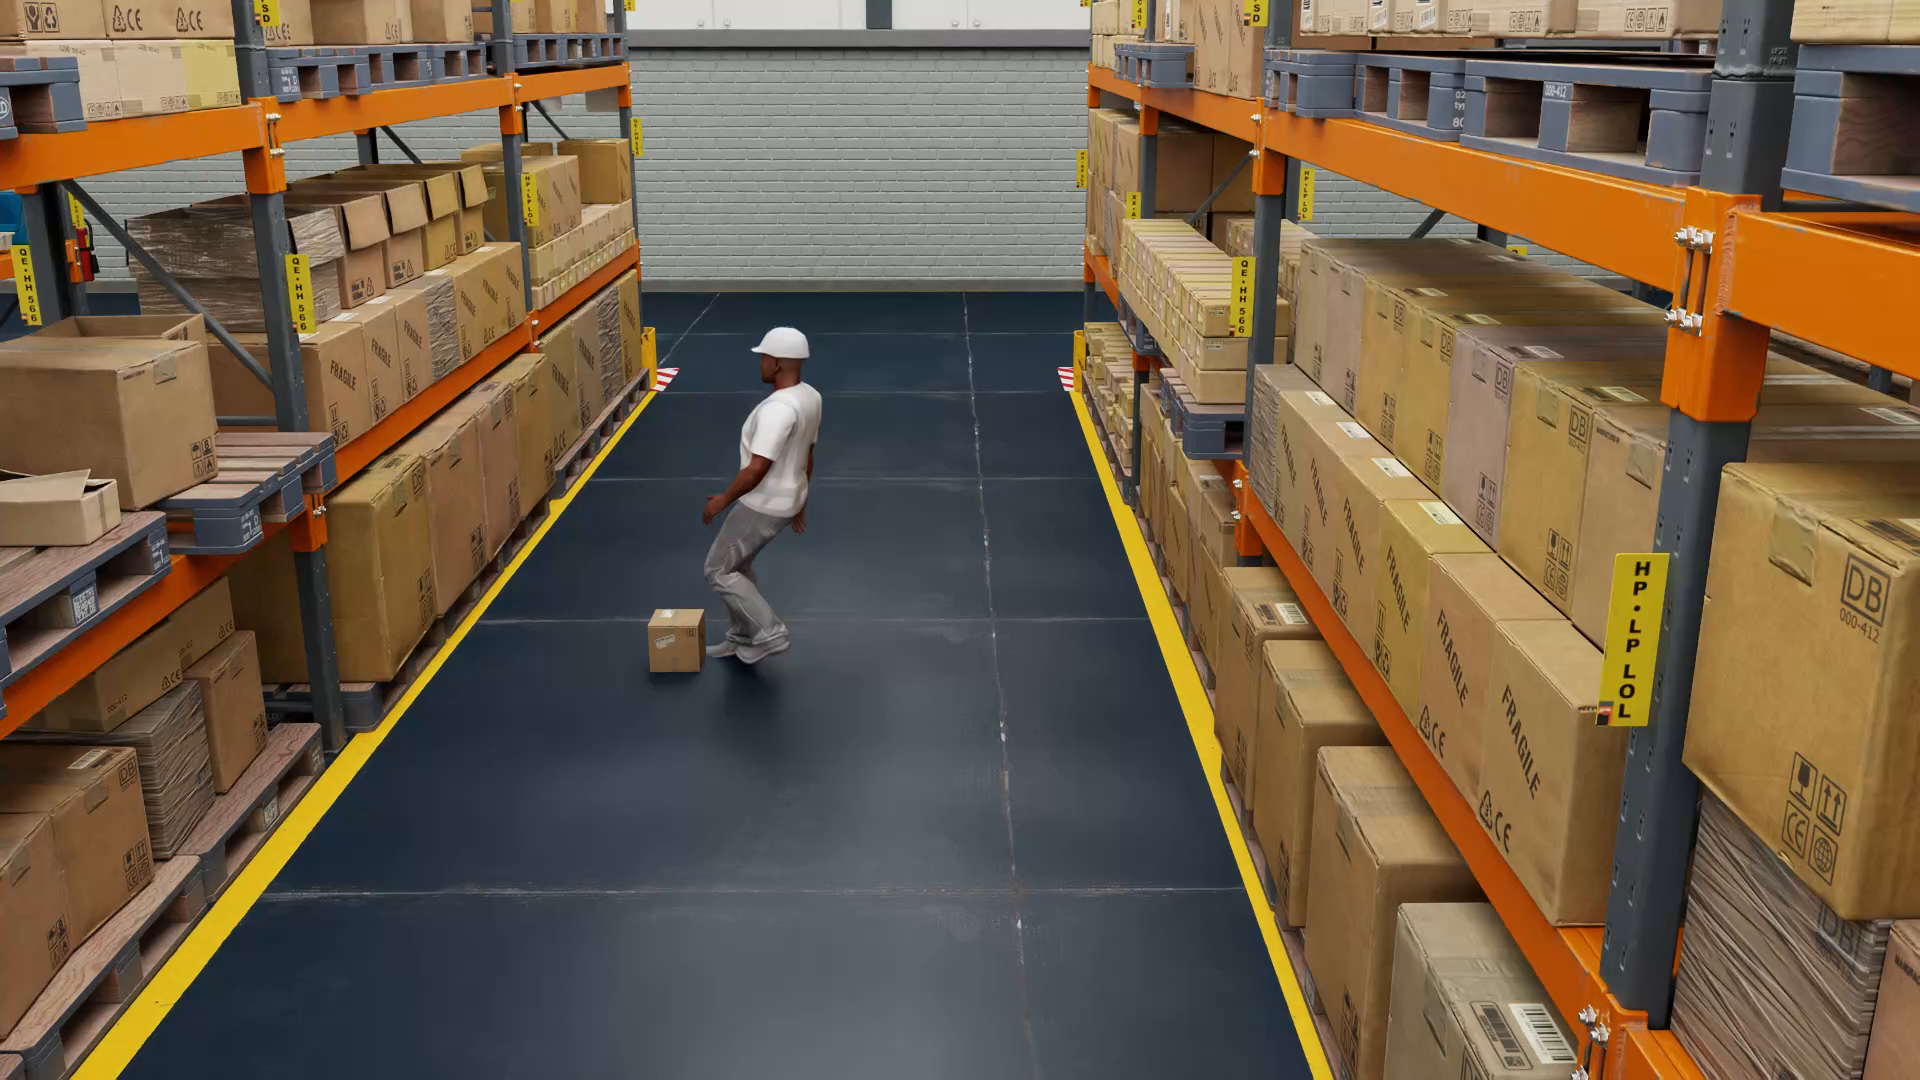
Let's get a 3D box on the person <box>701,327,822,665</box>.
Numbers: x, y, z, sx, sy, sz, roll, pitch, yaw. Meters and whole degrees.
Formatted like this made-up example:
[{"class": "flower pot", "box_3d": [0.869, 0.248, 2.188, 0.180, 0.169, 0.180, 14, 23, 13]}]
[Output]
[{"class": "person", "box_3d": [-1.036, -0.189, 8.230, 0.659, 1.736, 0.625, 3, 17, 11]}]
